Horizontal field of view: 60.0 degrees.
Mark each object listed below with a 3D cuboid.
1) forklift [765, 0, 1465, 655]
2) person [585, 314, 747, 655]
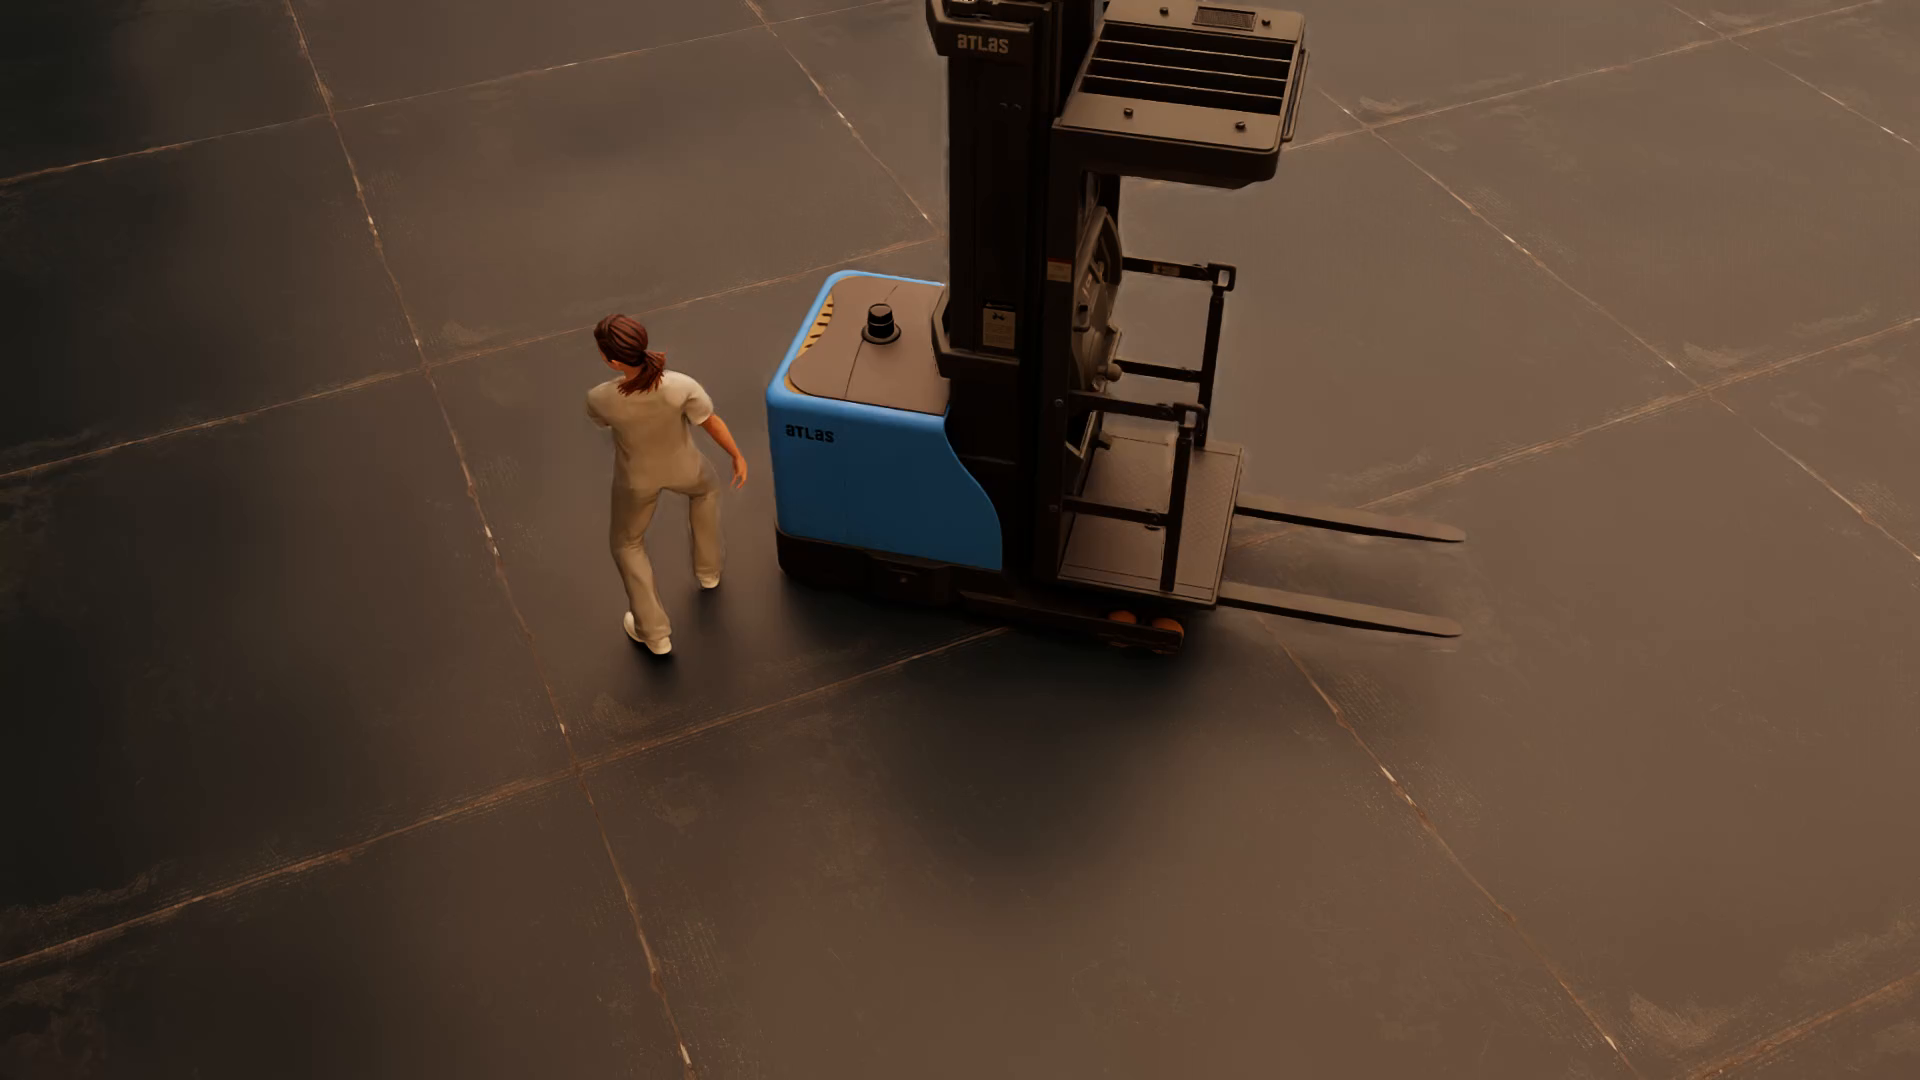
[{"bbox_3d":[0.742,-0.972,6.722,3.031,2.935,1.130,10,44,10],"label":"forklift"},{"bbox_3d":[-1.227,-0.323,7.011,0.632,1.586,0.708,-13,44,-13],"label":"person"}]
